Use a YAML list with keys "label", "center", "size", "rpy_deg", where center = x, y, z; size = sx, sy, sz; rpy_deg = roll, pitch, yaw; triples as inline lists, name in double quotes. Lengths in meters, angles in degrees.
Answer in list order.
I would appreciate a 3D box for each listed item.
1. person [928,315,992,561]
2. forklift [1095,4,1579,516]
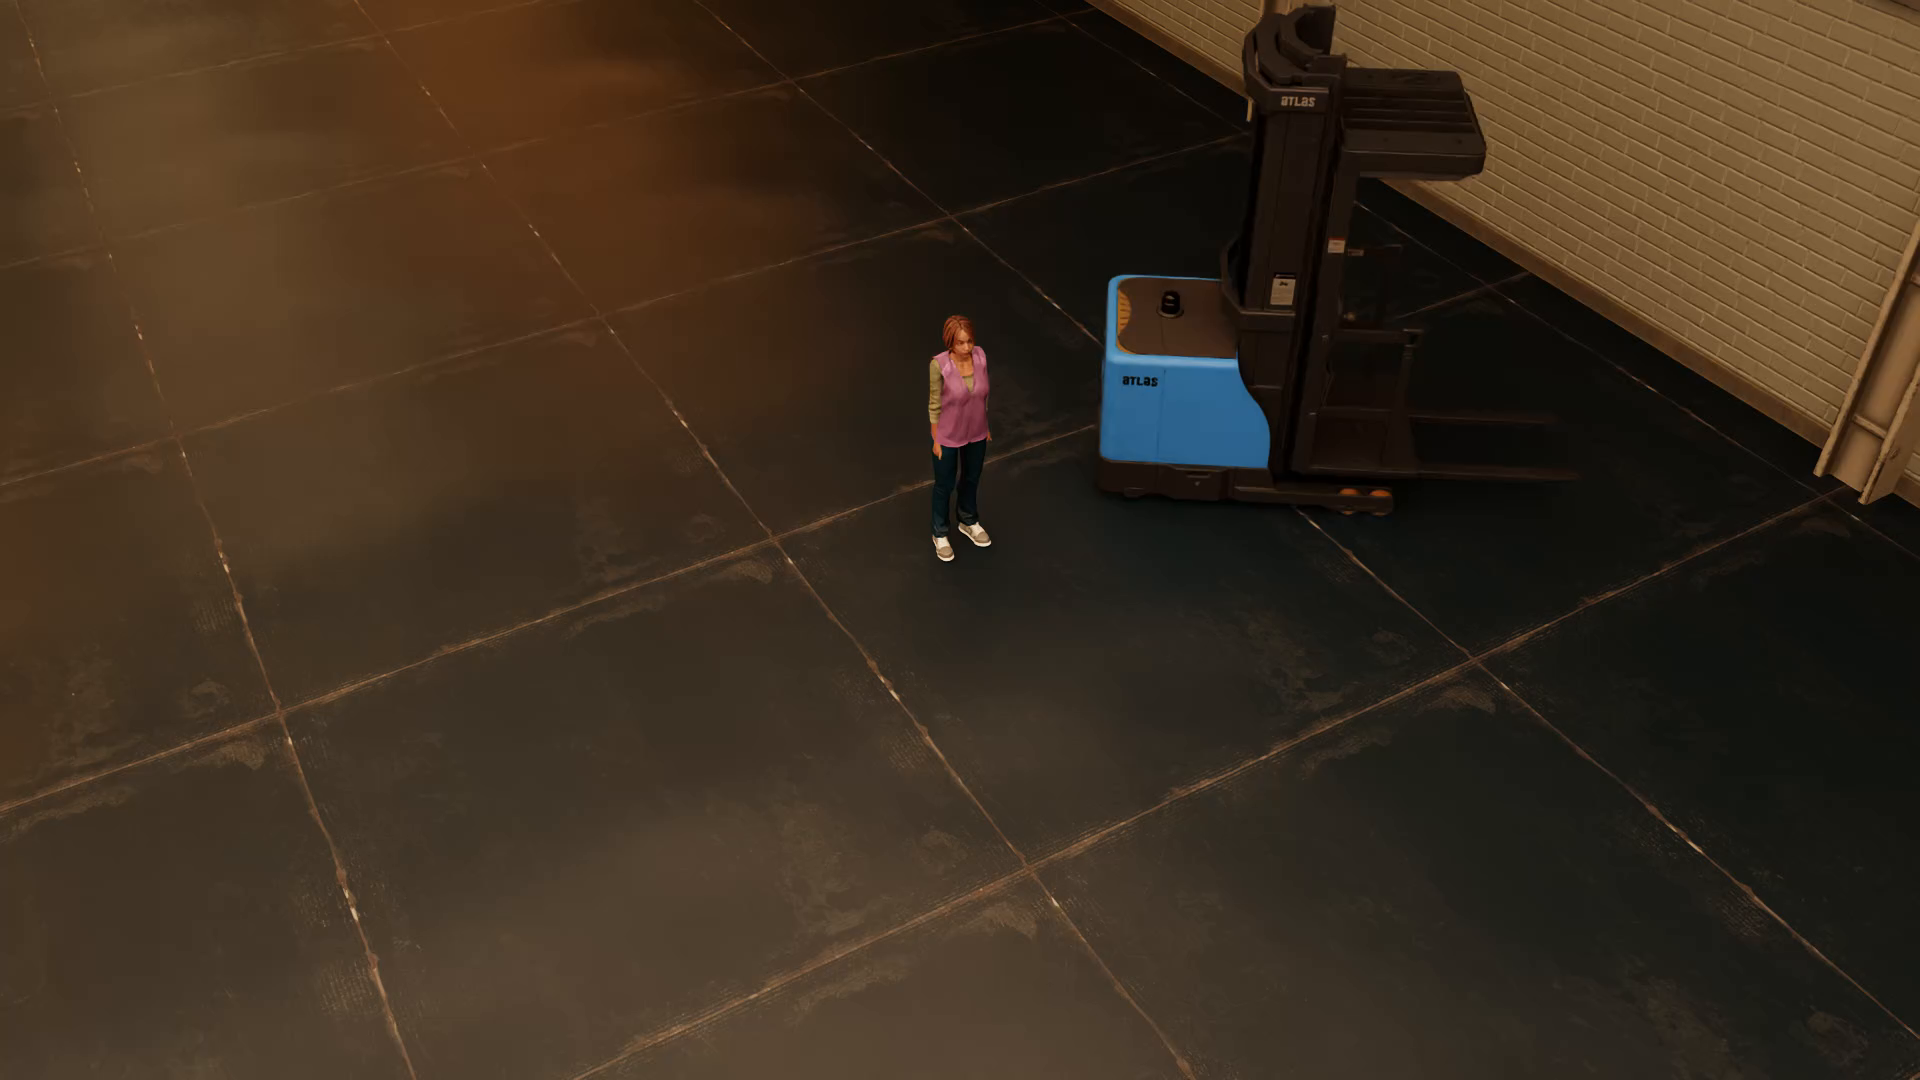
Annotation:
- label: "person"
  center: [0.003, -0.616, 9.822]
  size: [0.409, 1.602, 0.327]
  rpy_deg: [-20, 44, -23]
- label: "forklift"
  center: [2.413, -1.636, 10.008]
  size: [3.031, 2.935, 1.130]
  rpy_deg: [3, 40, 4]
